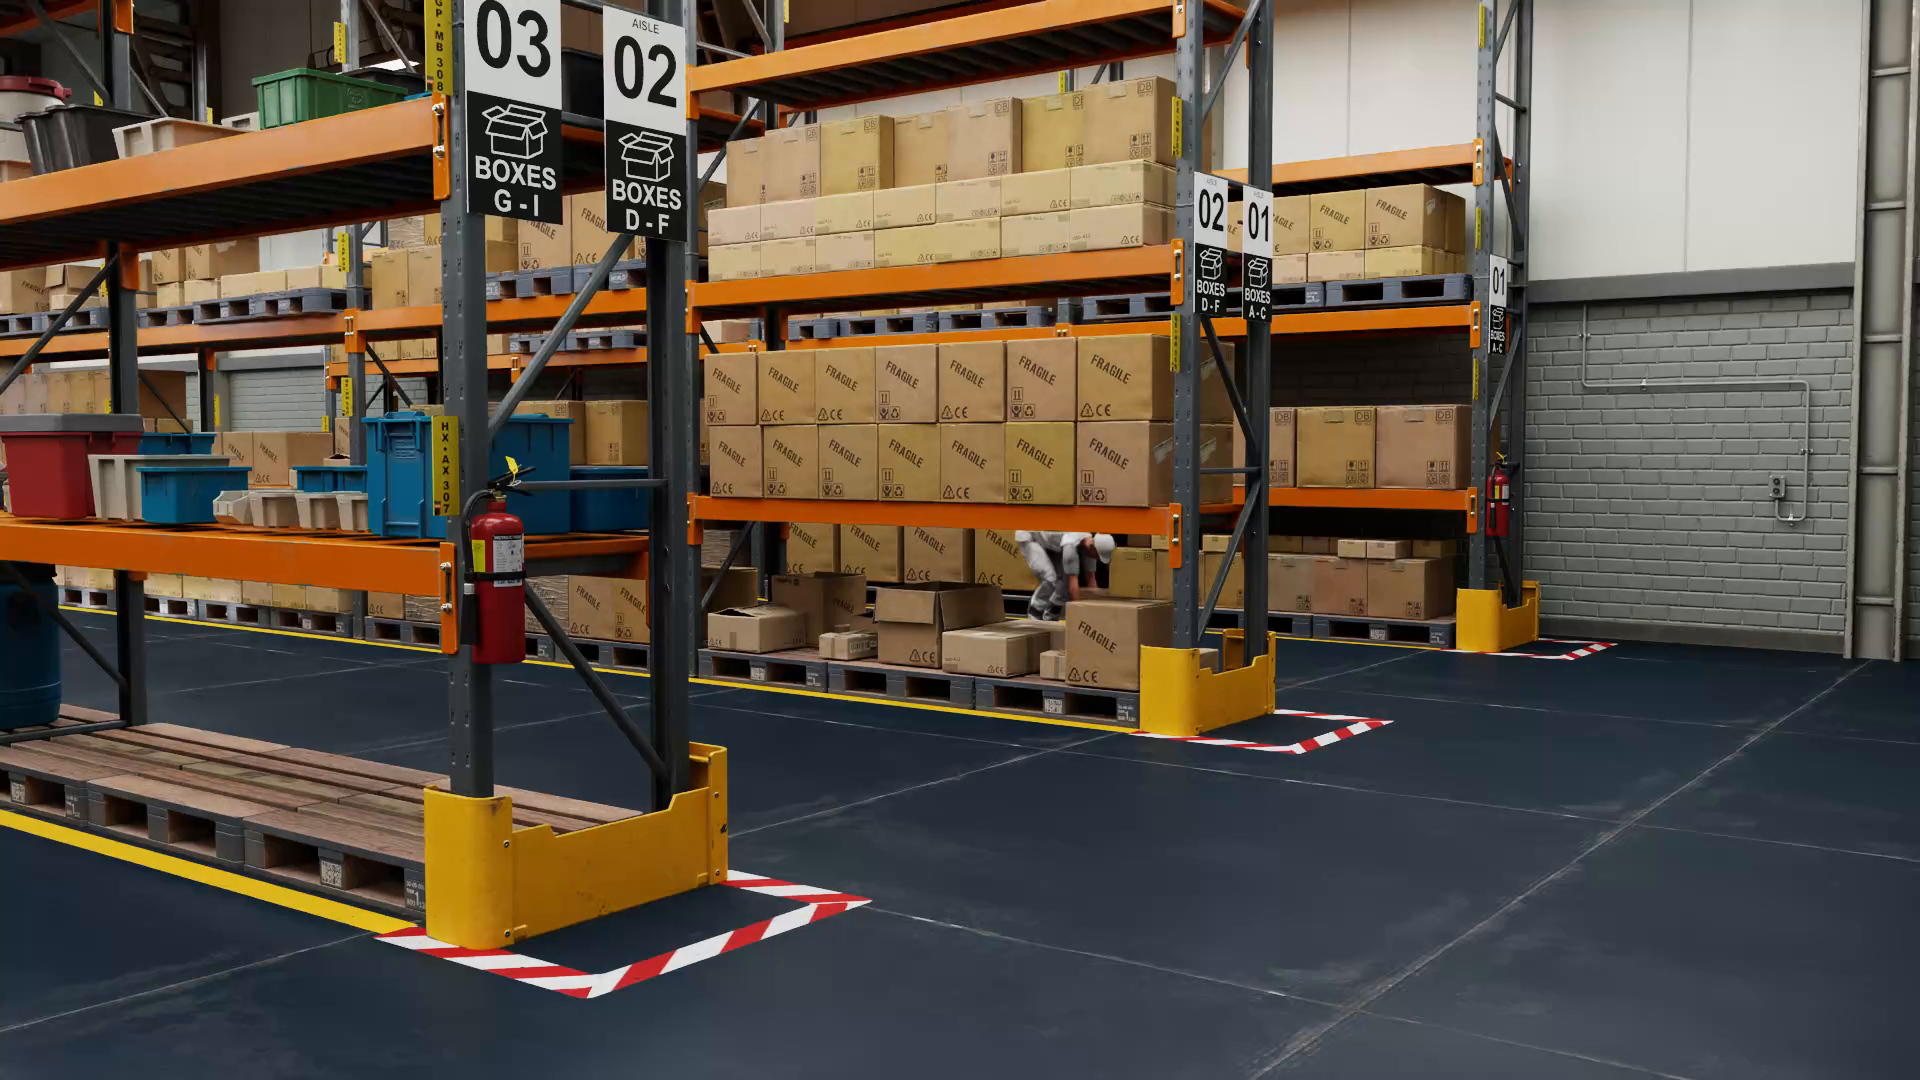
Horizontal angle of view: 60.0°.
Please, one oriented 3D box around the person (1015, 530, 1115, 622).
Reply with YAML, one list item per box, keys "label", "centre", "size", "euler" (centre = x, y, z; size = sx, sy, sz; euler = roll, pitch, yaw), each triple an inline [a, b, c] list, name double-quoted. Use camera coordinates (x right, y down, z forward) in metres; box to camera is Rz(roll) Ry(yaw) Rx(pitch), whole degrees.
- label: "person"
  centre: [0.949, 0.307, 14.740]
  size: [0.960, 1.048, 0.520]
  euler: [2, 4, 33]
